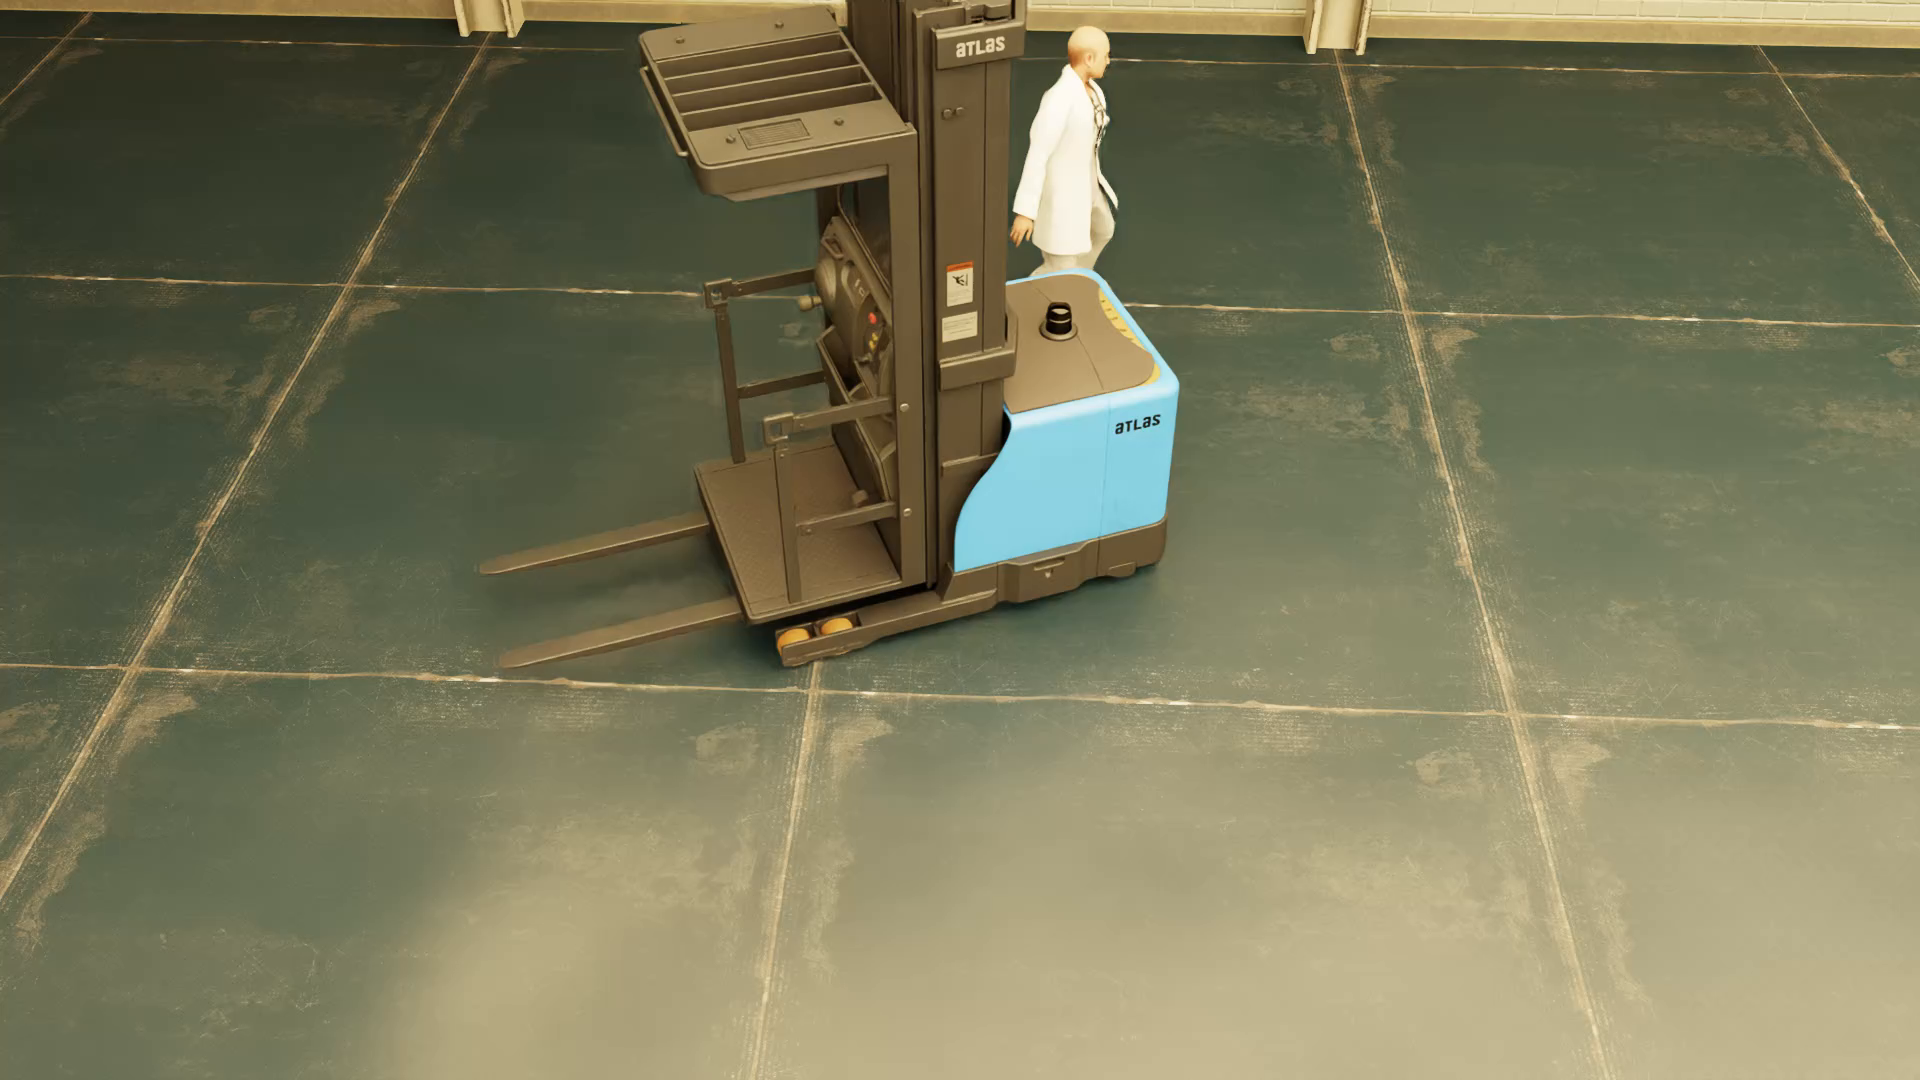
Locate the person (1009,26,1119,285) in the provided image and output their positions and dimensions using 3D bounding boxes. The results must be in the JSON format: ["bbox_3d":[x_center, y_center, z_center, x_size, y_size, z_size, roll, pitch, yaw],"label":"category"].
[{"bbox_3d":[0.506,-1.805,8.664,0.555,1.759,0.916,16,45,17],"label":"person"}]

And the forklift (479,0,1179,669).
[{"bbox_3d":[-0.621,-0.934,6.765,3.031,2.935,1.130,-13,44,-14],"label":"forklift"}]
